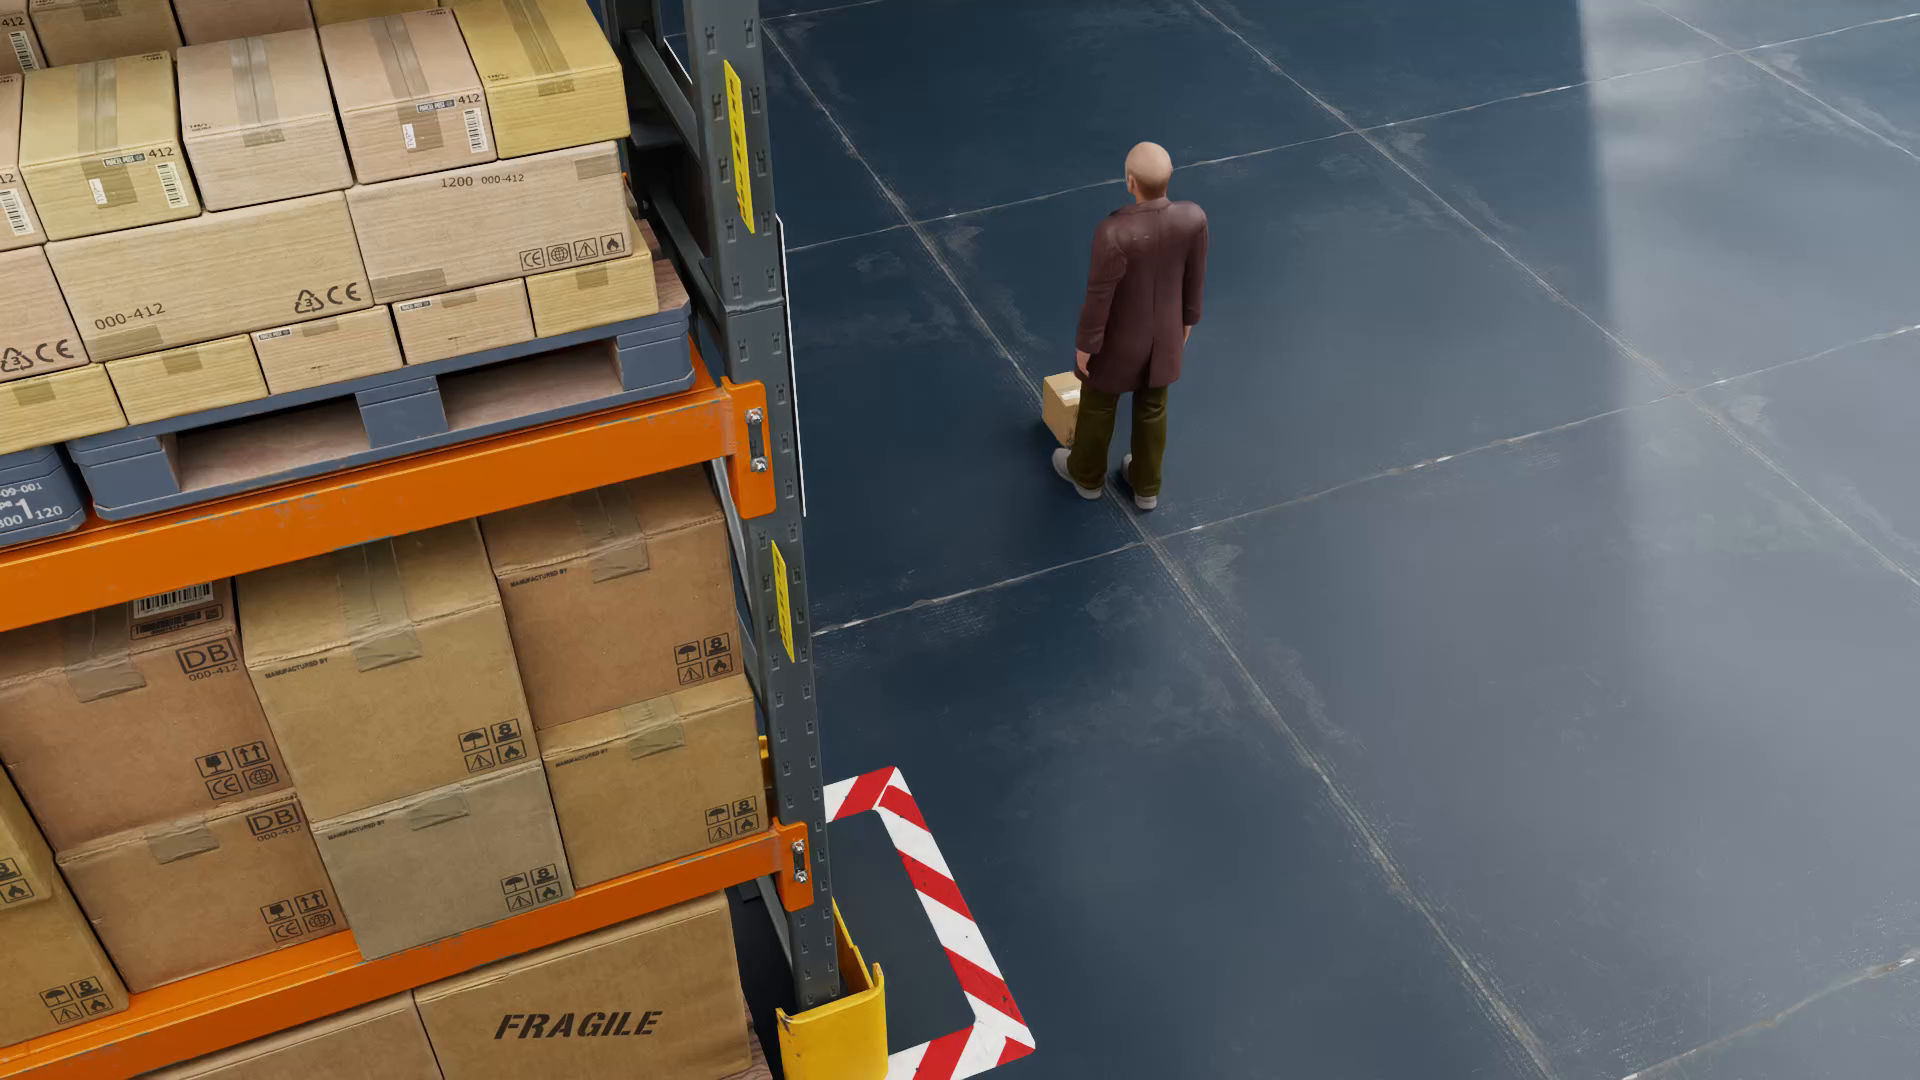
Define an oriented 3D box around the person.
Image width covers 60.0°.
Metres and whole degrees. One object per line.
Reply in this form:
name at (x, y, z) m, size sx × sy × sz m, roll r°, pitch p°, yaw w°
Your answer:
person at (0.732, -0.867, 7.322) m, size 0.611 × 1.561 × 0.544 m, roll -15°, pitch 43°, yaw -17°
